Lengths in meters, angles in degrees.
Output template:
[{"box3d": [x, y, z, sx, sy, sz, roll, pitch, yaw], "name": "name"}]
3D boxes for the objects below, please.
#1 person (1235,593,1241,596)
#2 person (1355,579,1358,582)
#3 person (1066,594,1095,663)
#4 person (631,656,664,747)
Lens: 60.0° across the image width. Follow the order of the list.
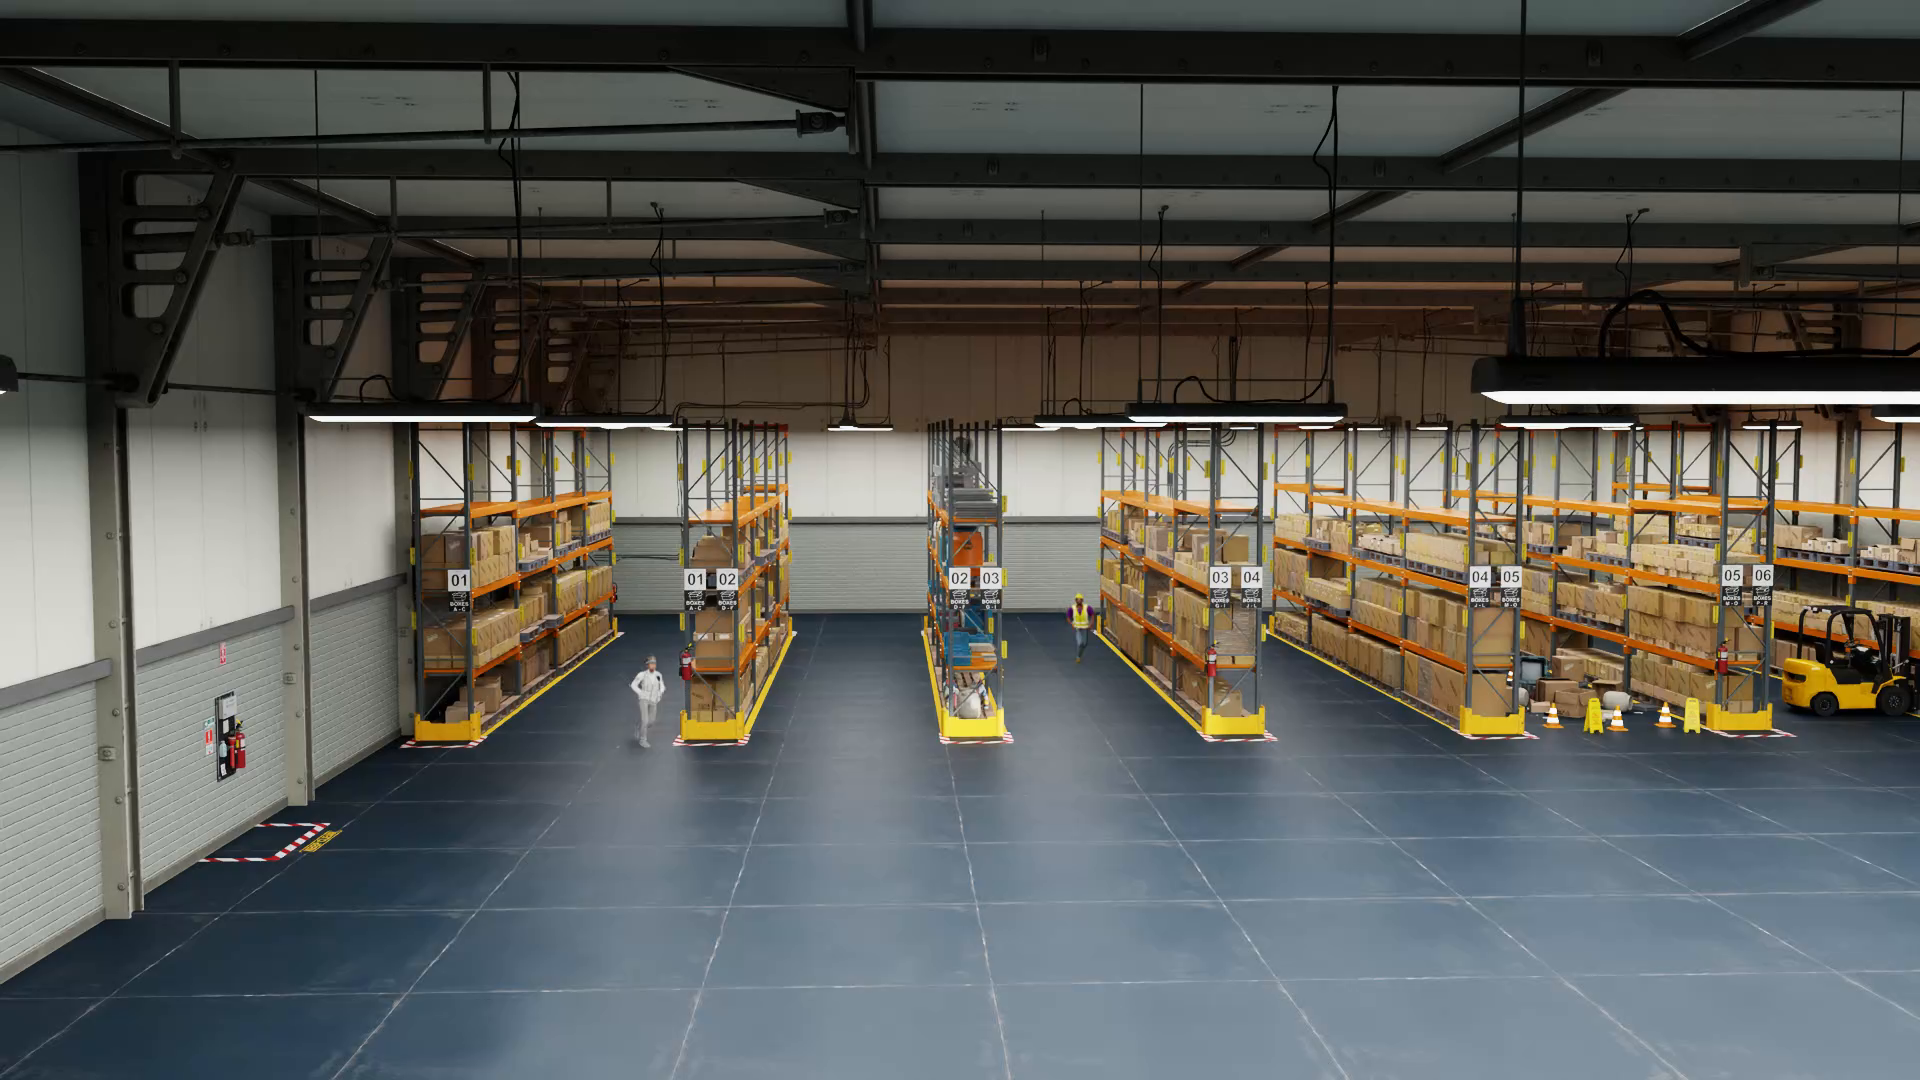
[{"box3d": [7.600, 1.956, 46.371, 0.693, 1.692, 1.007, -1, 4, -15], "name": "person"}, {"box3d": [11.072, 1.902, 46.921, 0.632, 1.633, 0.541, -1, 4, -8], "name": "person"}, {"box3d": [3.011, 2.205, 41.574, 0.714, 1.730, 0.661, 0, 4, 2], "name": "person"}, {"box3d": [-5.747, 2.955, 30.627, 0.650, 1.654, 0.609, -2, 4, -32], "name": "person"}]
